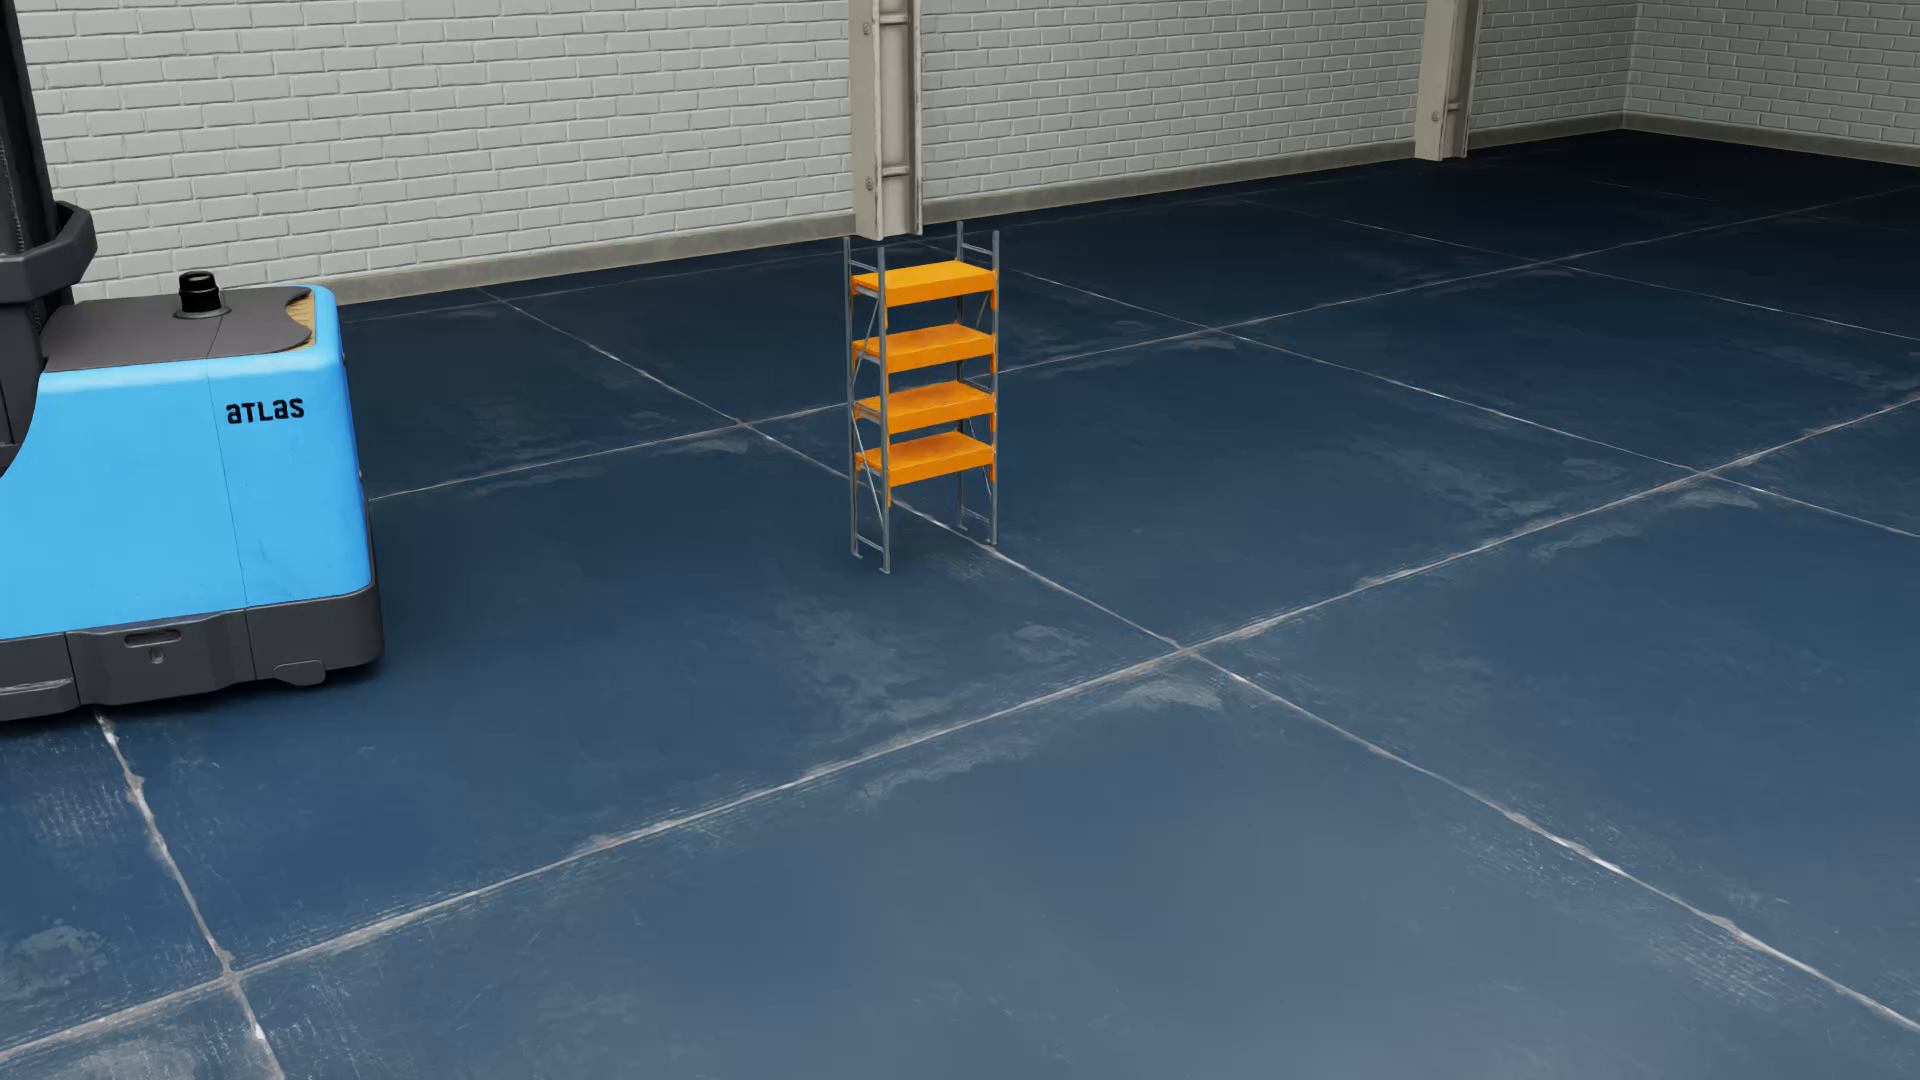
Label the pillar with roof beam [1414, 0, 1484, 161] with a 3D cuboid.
[{"bbox_3d":[6.873,-6.369,10.217,0.400,9.000,9.100,-15,26,-33],"label":"pillar with roof beam"}]

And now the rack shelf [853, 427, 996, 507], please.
[{"bbox_3d":[-0.134,-0.275,6.183,0.480,0.148,0.258,-15,26,-33],"label":"rack shelf"}]

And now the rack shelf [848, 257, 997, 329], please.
[{"bbox_3d":[-0.134,-0.886,5.939,0.480,0.148,0.258,-15,26,-33],"label":"rack shelf"}]

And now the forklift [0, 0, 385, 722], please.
[{"bbox_3d":[-3.411,-0.900,4.697,3.031,2.935,1.130,-8,23,-19],"label":"forklift"}]

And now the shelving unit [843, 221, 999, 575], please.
[{"bbox_3d":[-0.134,-0.521,6.084,0.503,1.200,0.258,-15,26,-33],"label":"shelving unit"}]

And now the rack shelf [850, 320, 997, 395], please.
[{"bbox_3d":[-0.134,-0.667,6.026,0.480,0.148,0.258,-15,26,-33],"label":"rack shelf"}]

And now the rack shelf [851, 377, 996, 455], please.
[{"bbox_3d":[-0.134,-0.459,6.109,0.480,0.148,0.258,-15,26,-33],"label":"rack shelf"}]

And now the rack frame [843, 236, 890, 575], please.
[{"bbox_3d":[-0.332,-0.469,5.952,0.015,1.200,0.240,-15,26,-33],"label":"rack frame"}]

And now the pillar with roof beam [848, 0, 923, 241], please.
[{"bbox_3d":[2.003,-5.071,6.962,0.400,9.000,9.100,-15,26,-33],"label":"pillar with roof beam"}]

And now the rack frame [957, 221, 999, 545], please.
[{"bbox_3d":[0.064,-0.574,6.217,0.015,1.200,0.240,-15,26,-33],"label":"rack frame"}]
